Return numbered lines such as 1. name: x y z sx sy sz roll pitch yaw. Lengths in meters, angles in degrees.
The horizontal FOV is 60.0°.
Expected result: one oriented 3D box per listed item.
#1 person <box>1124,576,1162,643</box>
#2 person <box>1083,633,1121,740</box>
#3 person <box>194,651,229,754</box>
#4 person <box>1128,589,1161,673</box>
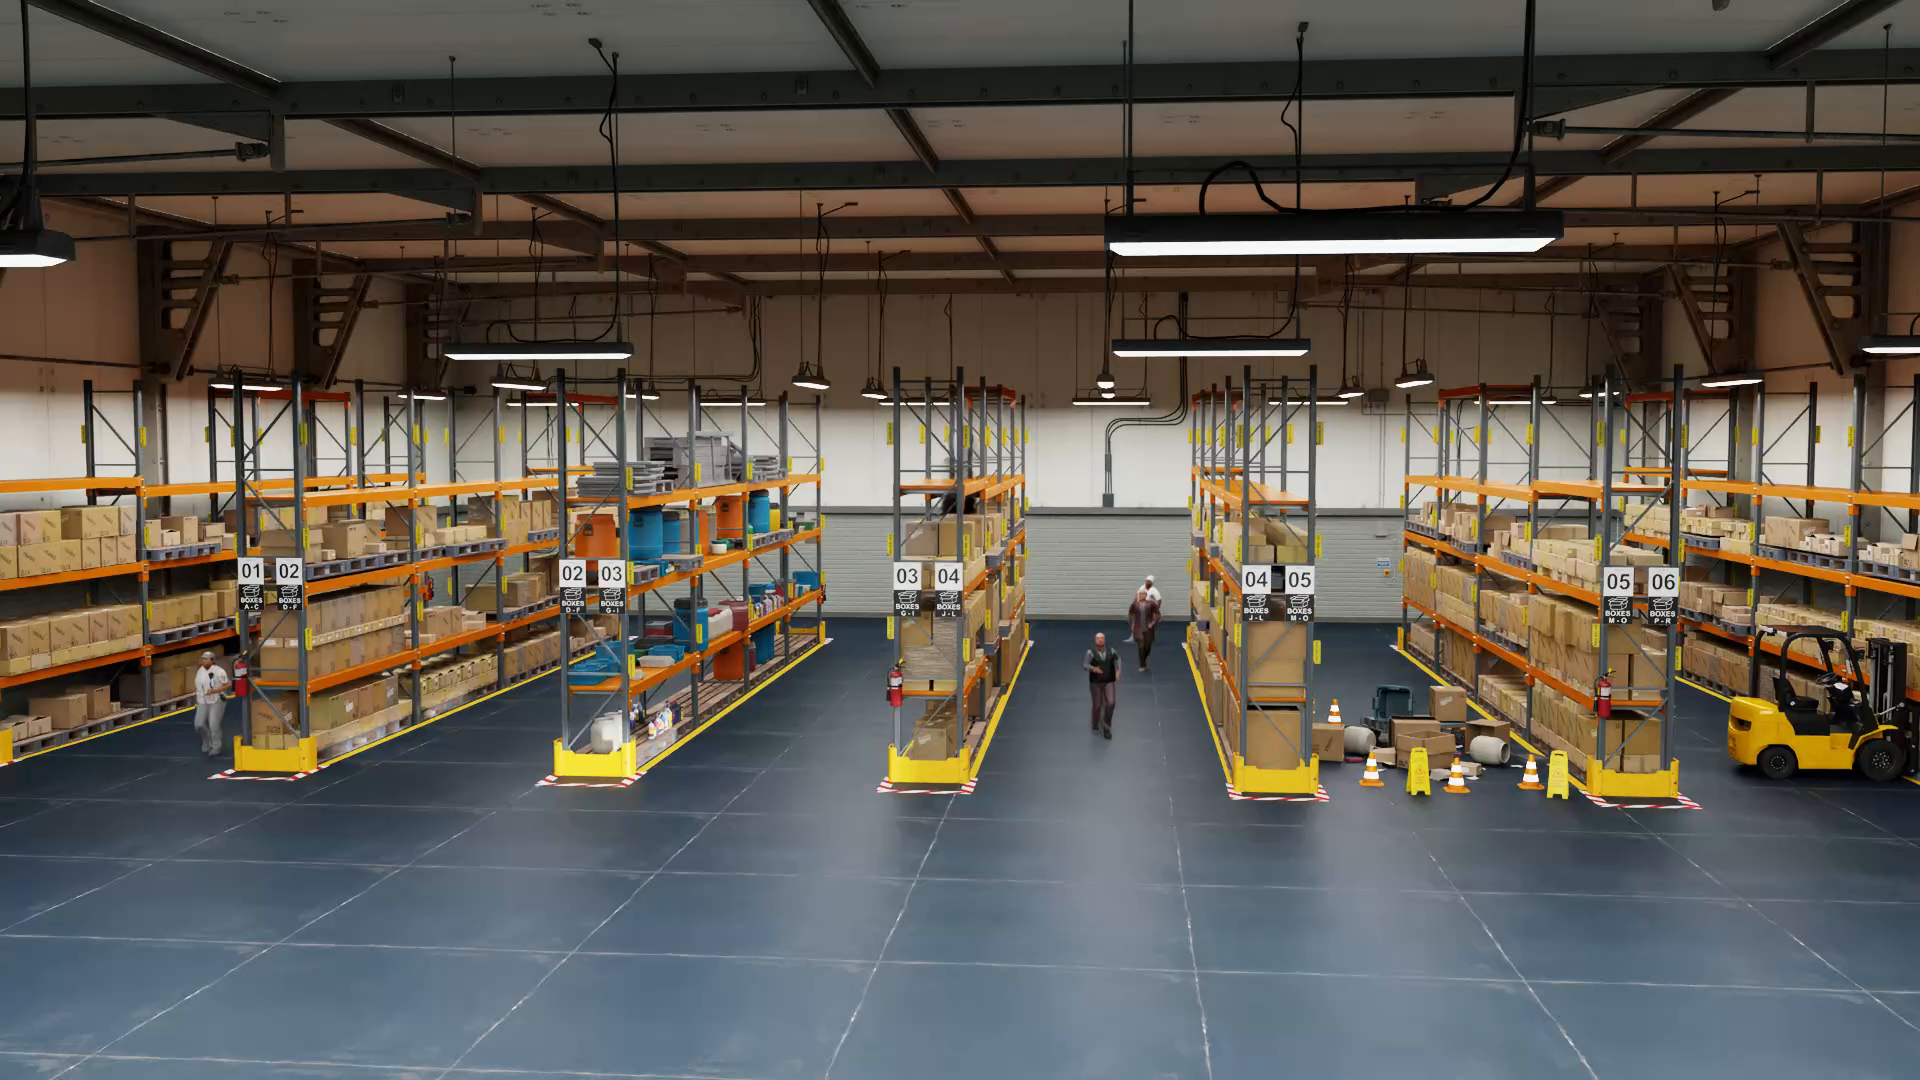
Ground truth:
1. person: 4.516 1.672 40.230 0.771 1.663 0.844 -3 5 -43
2. person: 2.382 2.430 27.785 0.659 1.753 0.744 0 4 -2
3. person: -11.778 2.562 26.087 0.588 1.634 0.559 0 4 5
4. person: 3.936 1.965 35.595 0.706 1.686 0.761 1 4 11
